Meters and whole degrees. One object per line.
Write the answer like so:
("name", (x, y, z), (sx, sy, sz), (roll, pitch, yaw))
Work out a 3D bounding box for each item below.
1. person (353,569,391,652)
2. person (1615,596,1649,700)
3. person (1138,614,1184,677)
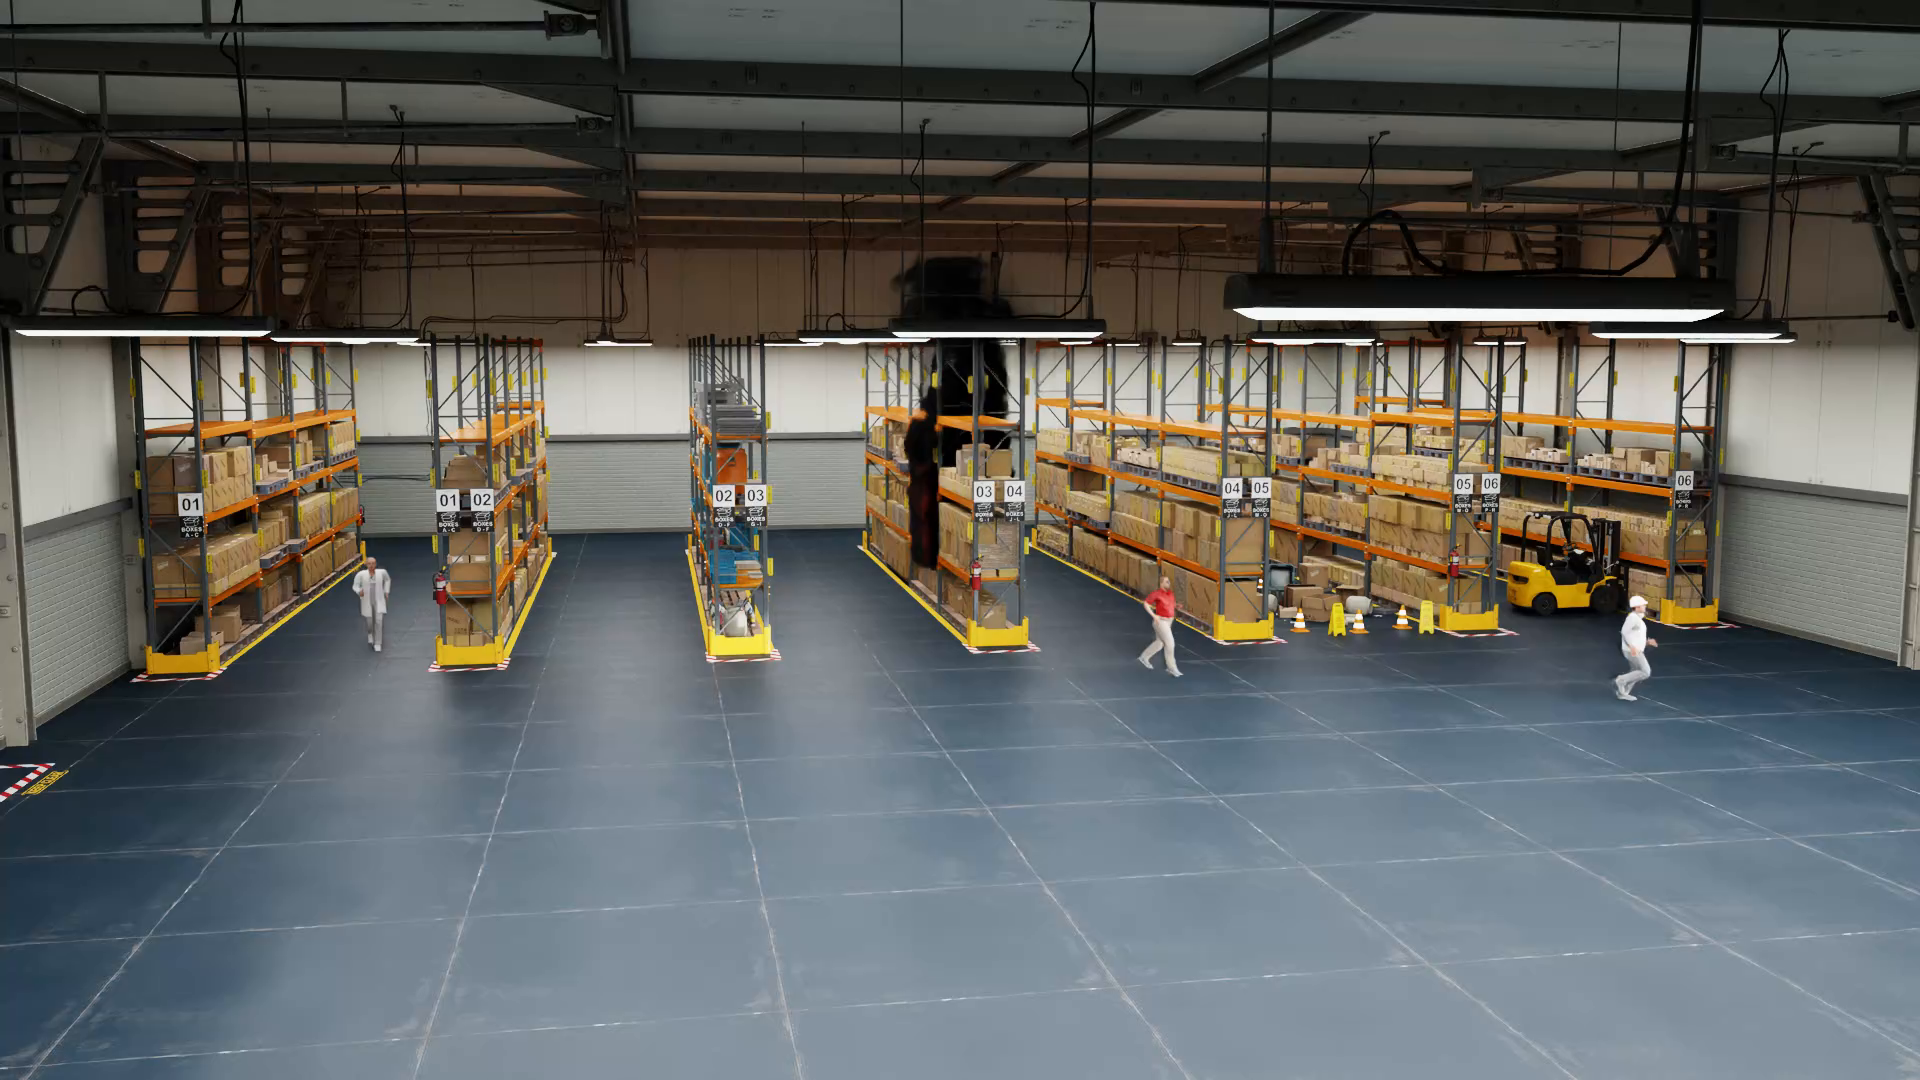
("person", (-11.233, 1.295, 31.822), (0.690, 1.573, 1.042), (-2, 7, -20))
("person", (10.955, 1.765, 27.124), (0.447, 1.723, 0.448), (3, 7, 26))
("person", (3.569, 1.833, 29.439), (0.910, 1.109, 0.410), (4, 8, 30))
